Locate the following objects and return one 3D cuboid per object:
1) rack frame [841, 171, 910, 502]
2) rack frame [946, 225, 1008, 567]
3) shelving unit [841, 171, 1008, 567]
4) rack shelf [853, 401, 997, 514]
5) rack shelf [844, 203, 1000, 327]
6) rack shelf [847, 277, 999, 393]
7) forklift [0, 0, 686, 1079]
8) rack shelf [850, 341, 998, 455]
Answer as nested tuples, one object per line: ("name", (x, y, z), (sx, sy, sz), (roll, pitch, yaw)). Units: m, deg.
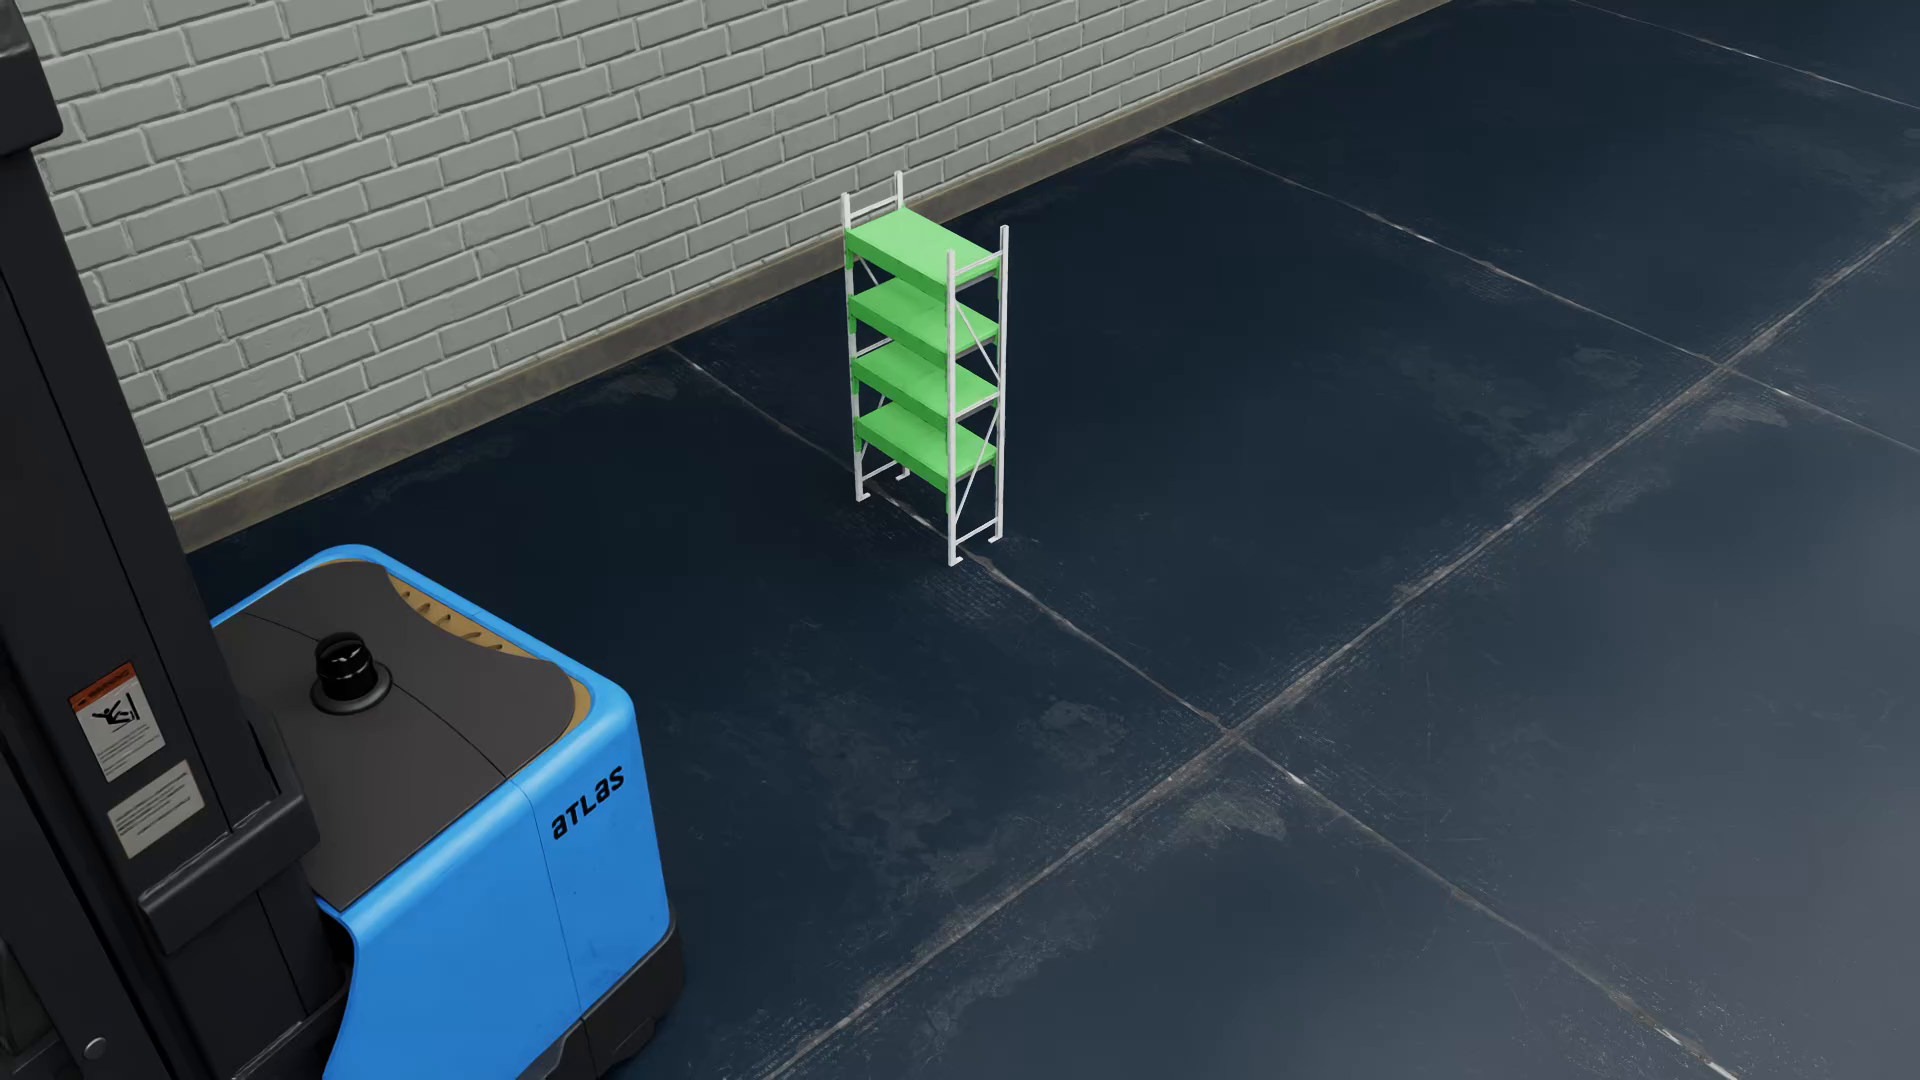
("rack frame", (-0.277, -0.656, 5.608), (0.240, 1.200, 0.015), (-30, 48, -32))
("rack frame", (0.053, -0.430, 5.328), (0.240, 1.200, 0.015), (-30, 48, -32))
("shelving unit", (-0.112, -0.543, 5.468), (0.258, 1.200, 0.503), (-30, 48, -32))
("rack shelf", (-0.112, -0.307, 5.659), (0.258, 0.148, 0.480), (-30, 48, -32))
("rack shelf", (-0.112, -0.867, 5.206), (0.258, 0.148, 0.480), (-30, 48, -32))
("rack shelf", (-0.112, -0.680, 5.357), (0.258, 0.148, 0.480), (-30, 48, -32))
("forklift", (-1.963, 0.610, 2.662), (1.130, 2.935, 3.031), (24, 45, 27))
("rack shelf", (-0.112, -0.494, 5.508), (0.258, 0.148, 0.480), (-30, 48, -32))
